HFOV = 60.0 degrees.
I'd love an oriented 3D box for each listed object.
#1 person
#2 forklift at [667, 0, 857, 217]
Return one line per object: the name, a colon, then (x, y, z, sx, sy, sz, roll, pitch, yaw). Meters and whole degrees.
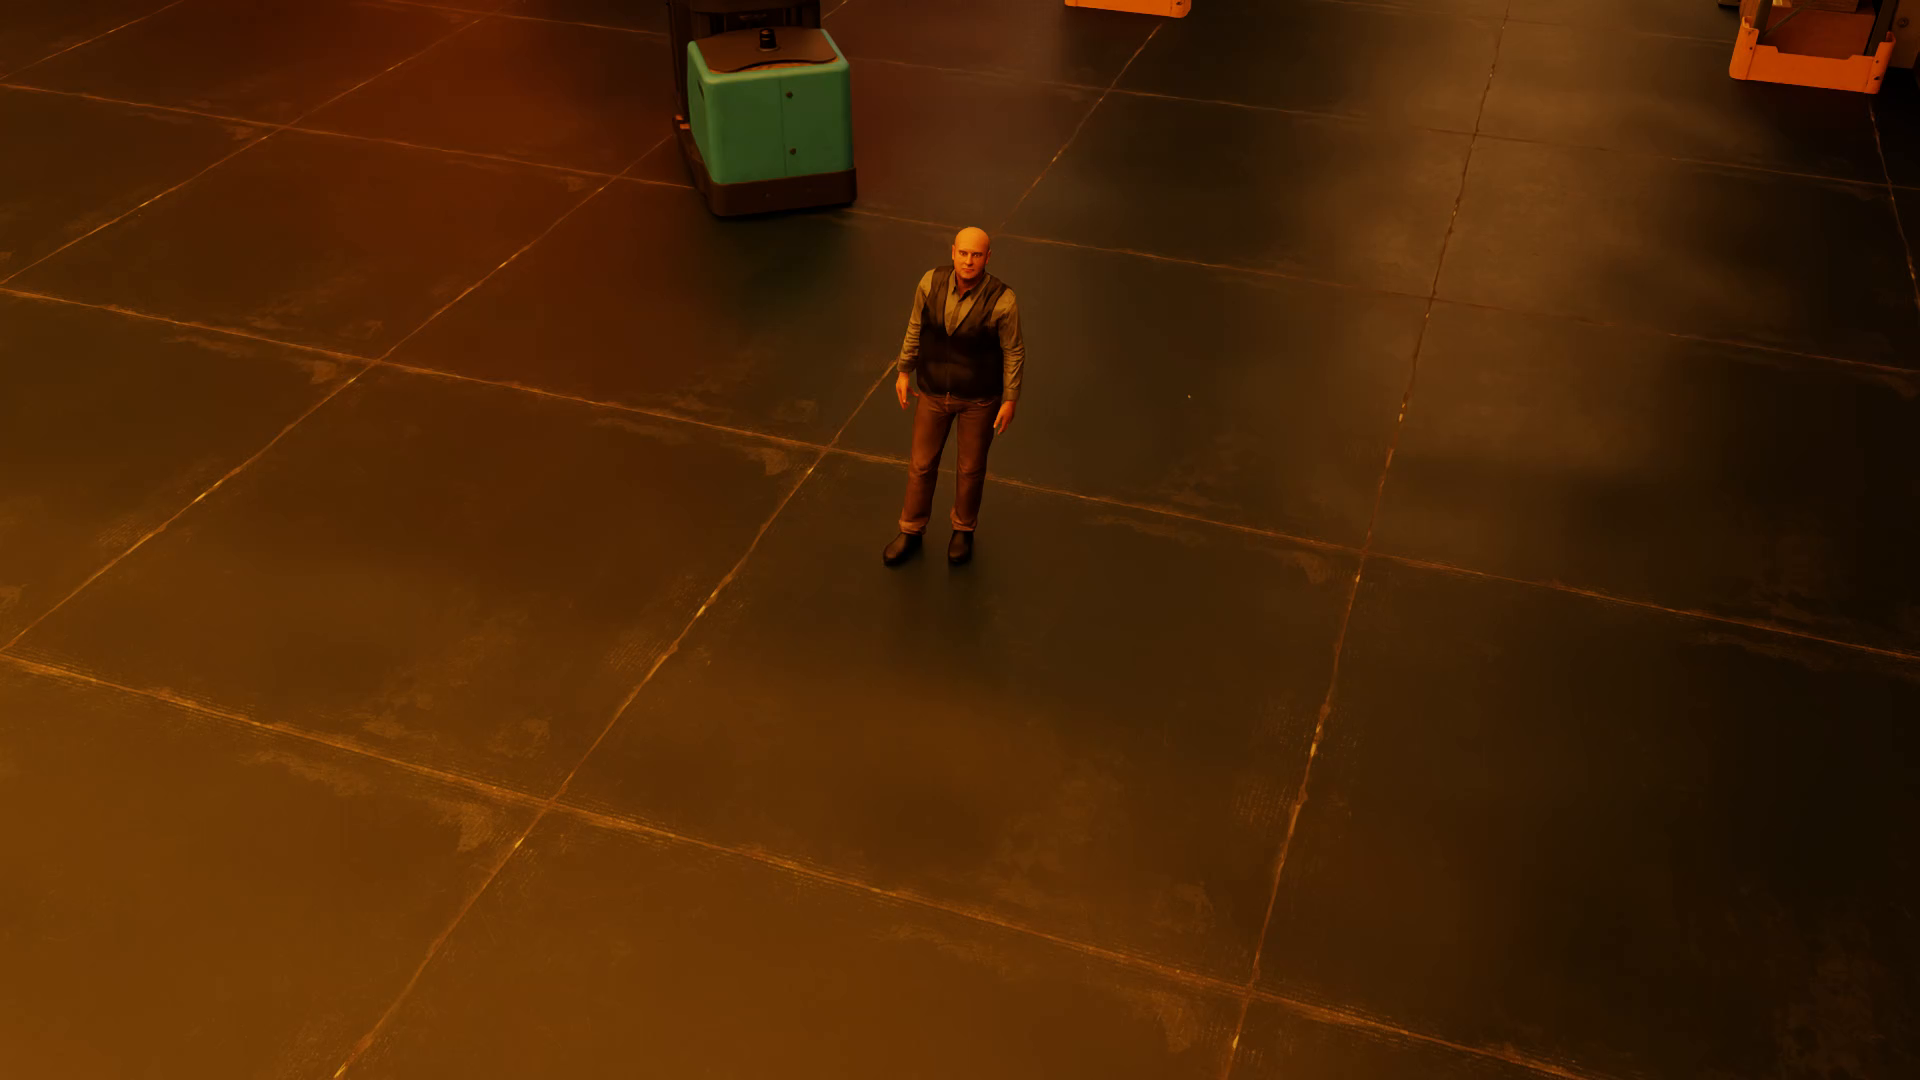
person: (-0.028, -0.676, 8.098, 0.632, 1.720, 0.568, 12, 37, 16)
forklift: (-1.643, -4.330, 12.218, 1.130, 2.935, 3.031, -10, 36, -13)
